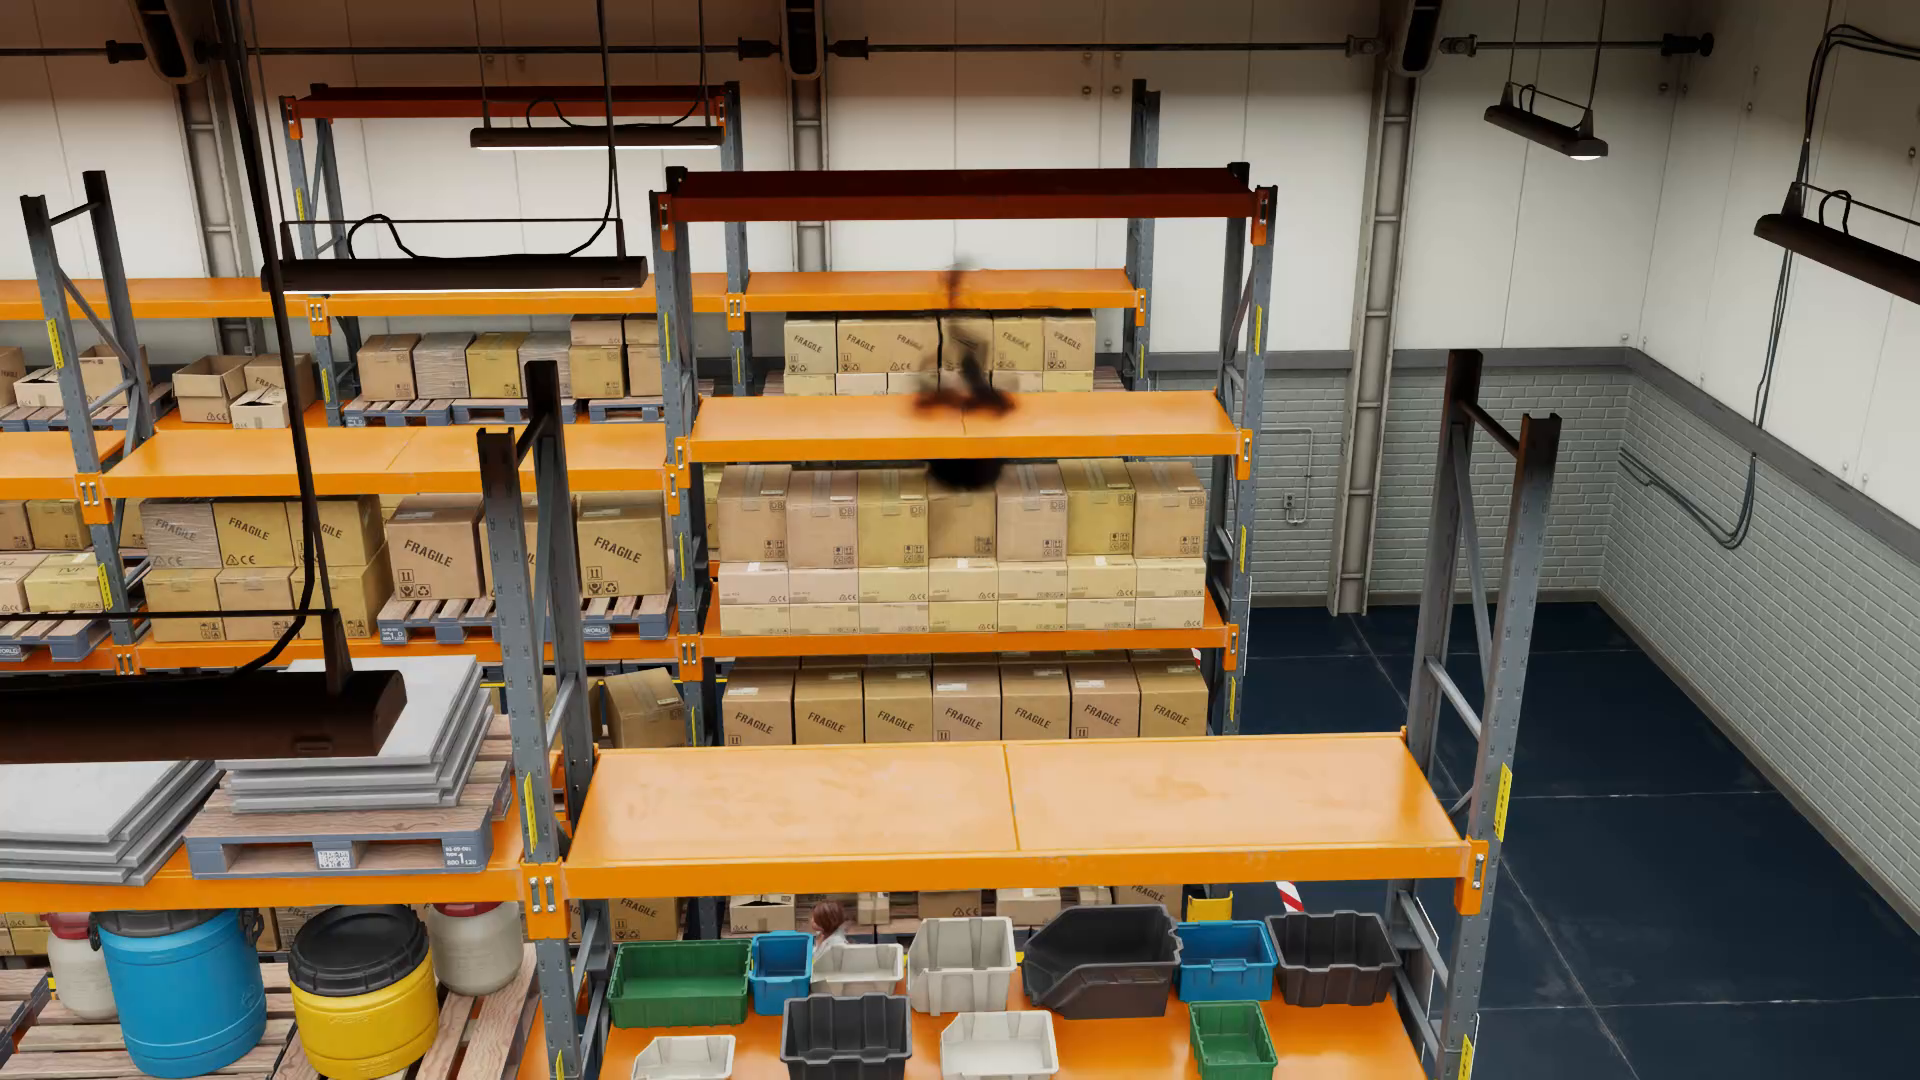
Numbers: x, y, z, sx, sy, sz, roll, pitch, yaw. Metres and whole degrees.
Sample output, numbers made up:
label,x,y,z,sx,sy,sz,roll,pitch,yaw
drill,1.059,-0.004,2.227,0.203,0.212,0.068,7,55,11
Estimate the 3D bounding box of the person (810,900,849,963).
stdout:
label,x,y,z,sx,sy,sz,roll,pitch,yaw
person,-0.880,3.131,11.373,0.535,1.565,0.551,-5,23,-11
